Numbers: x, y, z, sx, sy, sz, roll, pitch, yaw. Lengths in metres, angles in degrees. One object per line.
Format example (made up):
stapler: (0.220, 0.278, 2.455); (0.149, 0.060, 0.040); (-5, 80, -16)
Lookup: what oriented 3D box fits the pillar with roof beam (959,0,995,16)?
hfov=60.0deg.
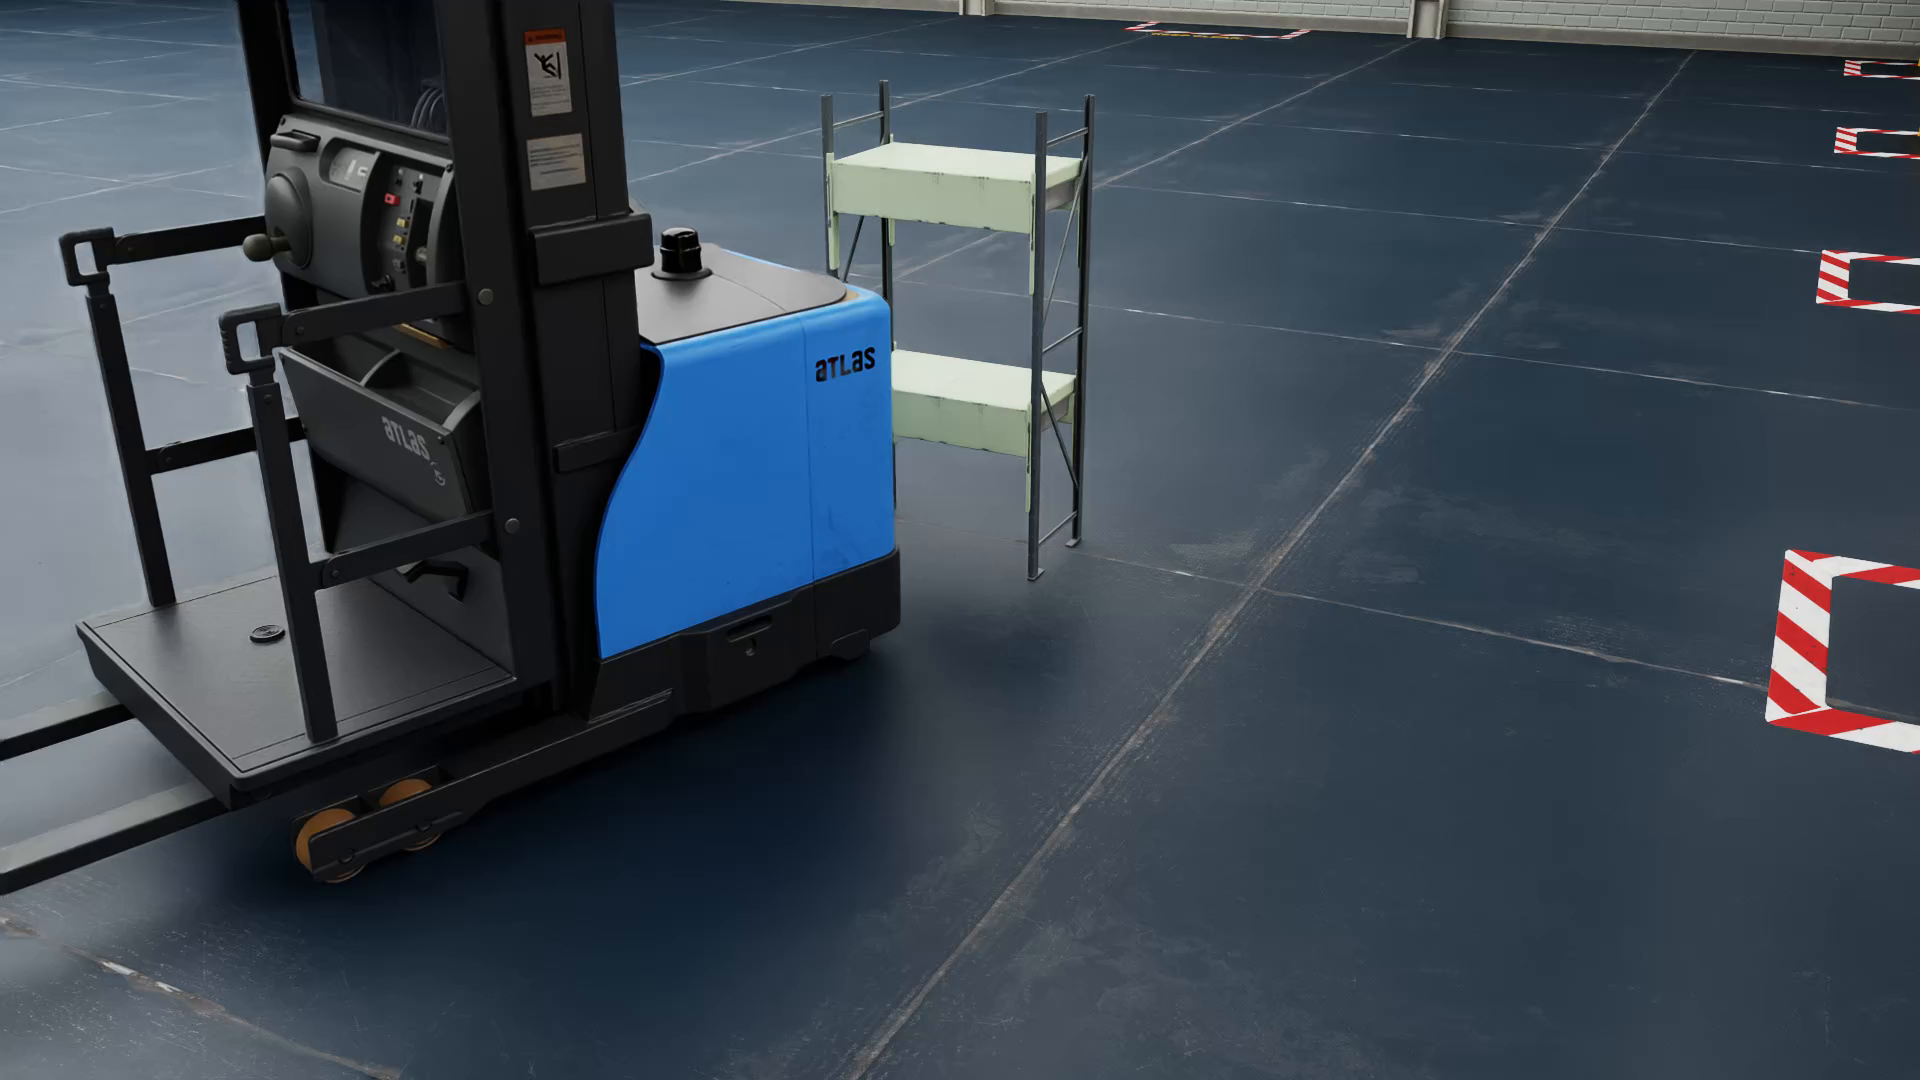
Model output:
pillar with roof beam: (-1.712, -9.725, 17.119); (0.400, 9.000, 9.100); (11, 25, 25)

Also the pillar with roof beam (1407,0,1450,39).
pillar with roof beam: (3.643, -8.666, 14.628); (0.400, 9.000, 9.100); (11, 25, 25)

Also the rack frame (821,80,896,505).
rack frame: (-0.333, -0.756, 5.611); (0.023, 1.500, 0.400); (11, 25, 25)

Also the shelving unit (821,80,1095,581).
shelving unit: (-0.006, -0.691, 5.459); (0.755, 1.500, 0.431); (11, 25, 25)

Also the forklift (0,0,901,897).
forklift: (-1.594, -0.781, 3.841); (3.031, 2.935, 1.130); (-20, 30, -39)

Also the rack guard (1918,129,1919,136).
rack guard: (7.671, -3.294, 12.856); (0.348, 0.500, 1.175); (11, 25, 25)

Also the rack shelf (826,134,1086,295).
rack shelf: (-0.006, -1.050, 5.307); (0.720, 0.370, 0.431); (11, 25, 25)

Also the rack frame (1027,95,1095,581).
rack frame: (0.321, -0.627, 5.307); (0.023, 1.500, 0.400); (11, 25, 25)

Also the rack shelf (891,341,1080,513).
rack shelf: (-0.006, -0.391, 5.587); (0.720, 0.370, 0.431); (11, 25, 25)

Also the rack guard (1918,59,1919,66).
rack guard: (9.992, -5.007, 16.884); (0.348, 0.500, 1.175); (11, 25, 25)
